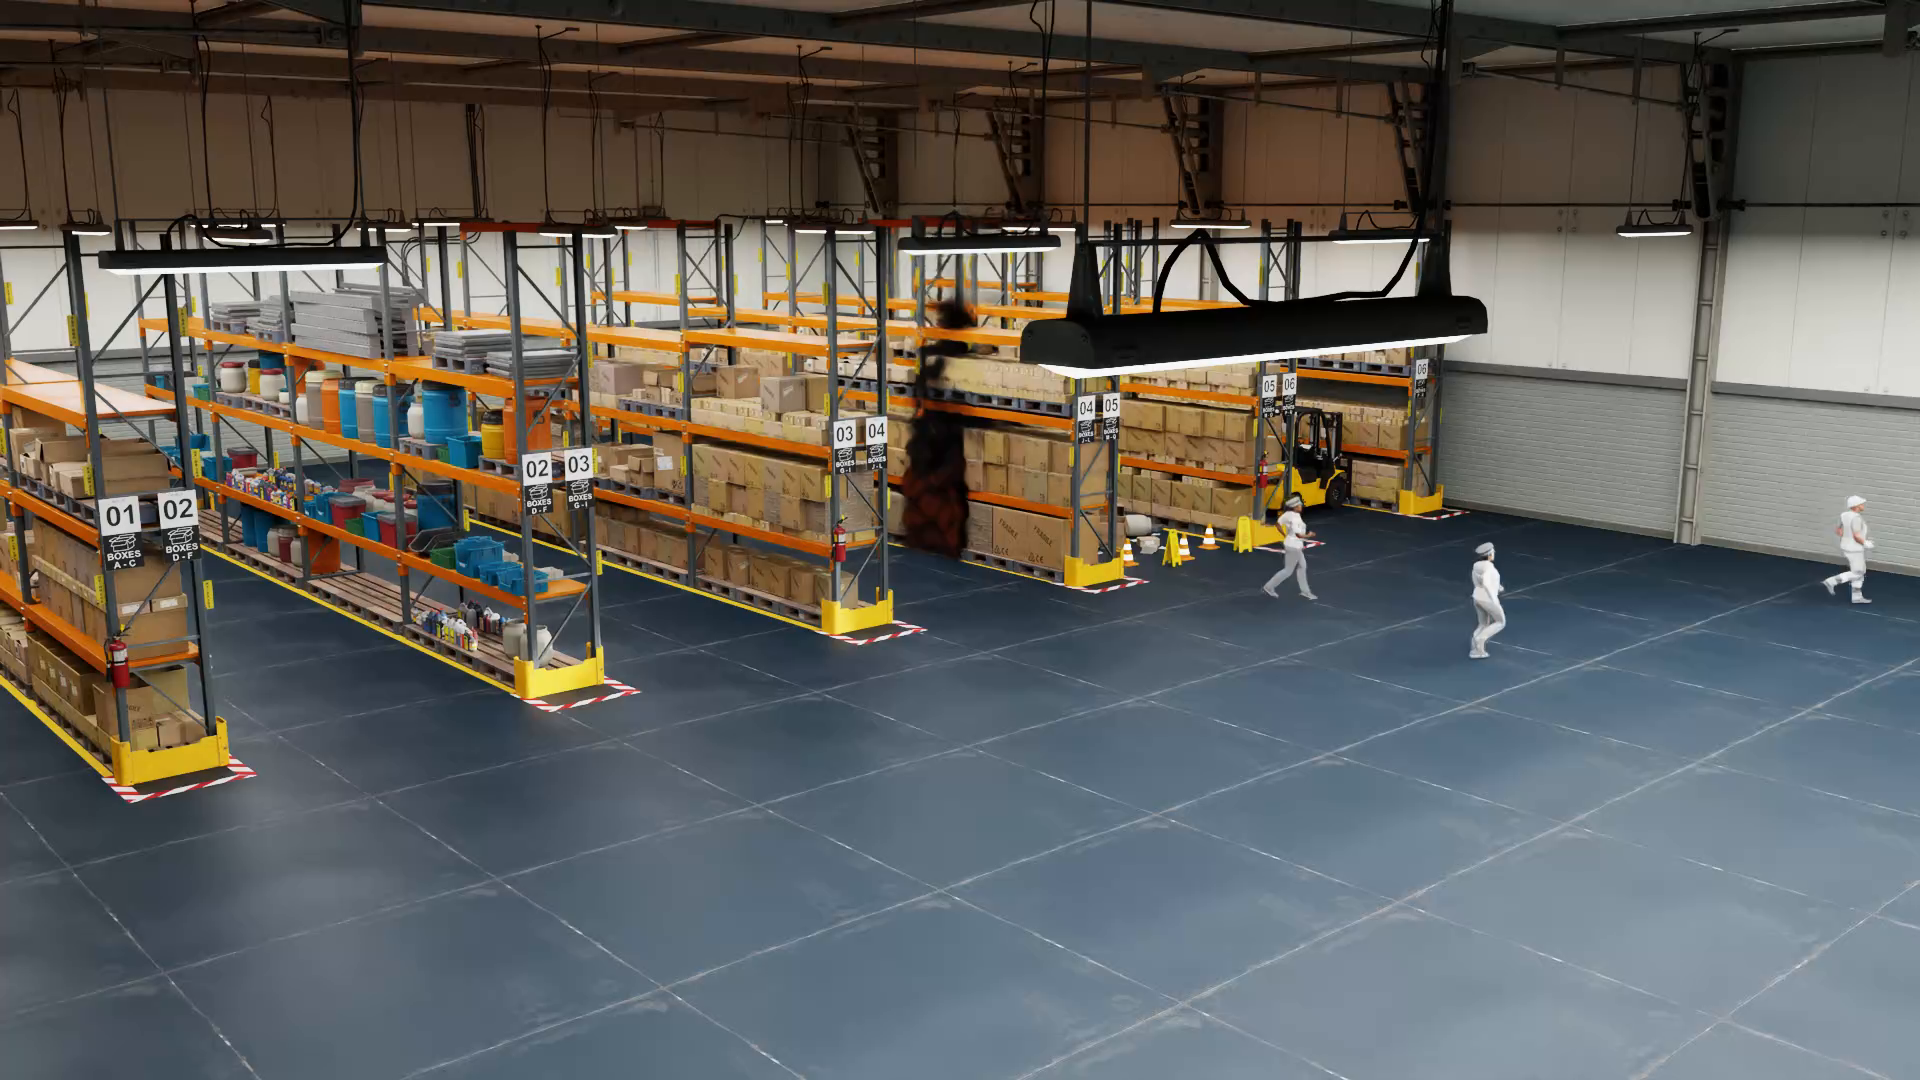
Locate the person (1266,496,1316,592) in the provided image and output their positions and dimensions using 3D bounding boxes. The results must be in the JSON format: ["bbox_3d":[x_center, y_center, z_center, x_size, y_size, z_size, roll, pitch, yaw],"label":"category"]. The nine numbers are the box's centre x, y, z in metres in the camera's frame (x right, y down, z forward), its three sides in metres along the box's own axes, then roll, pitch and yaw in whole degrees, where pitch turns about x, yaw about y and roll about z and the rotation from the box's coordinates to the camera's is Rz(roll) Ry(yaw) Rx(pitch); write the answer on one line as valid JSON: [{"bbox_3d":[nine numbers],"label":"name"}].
[{"bbox_3d":[5.333,0.082,26.778,0.788,1.597,0.573,0,11,2],"label":"person"}]

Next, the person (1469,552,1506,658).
[{"bbox_3d":[7.445,0.873,23.459,0.509,1.598,0.600,-4,12,-17],"label":"person"}]

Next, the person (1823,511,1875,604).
[{"bbox_3d":[14.265,0.275,26.658,0.806,1.514,0.637,1,11,6],"label":"person"}]

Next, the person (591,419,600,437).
[{"bbox_3d":[-8.474,-2.260,37.693,0.671,1.492,0.560,-10,15,-42],"label":"person"}]

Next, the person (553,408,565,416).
[{"bbox_3d":[-9.904,-2.548,40.194,0.826,1.689,0.838,-10,15,-41],"label":"person"}]
